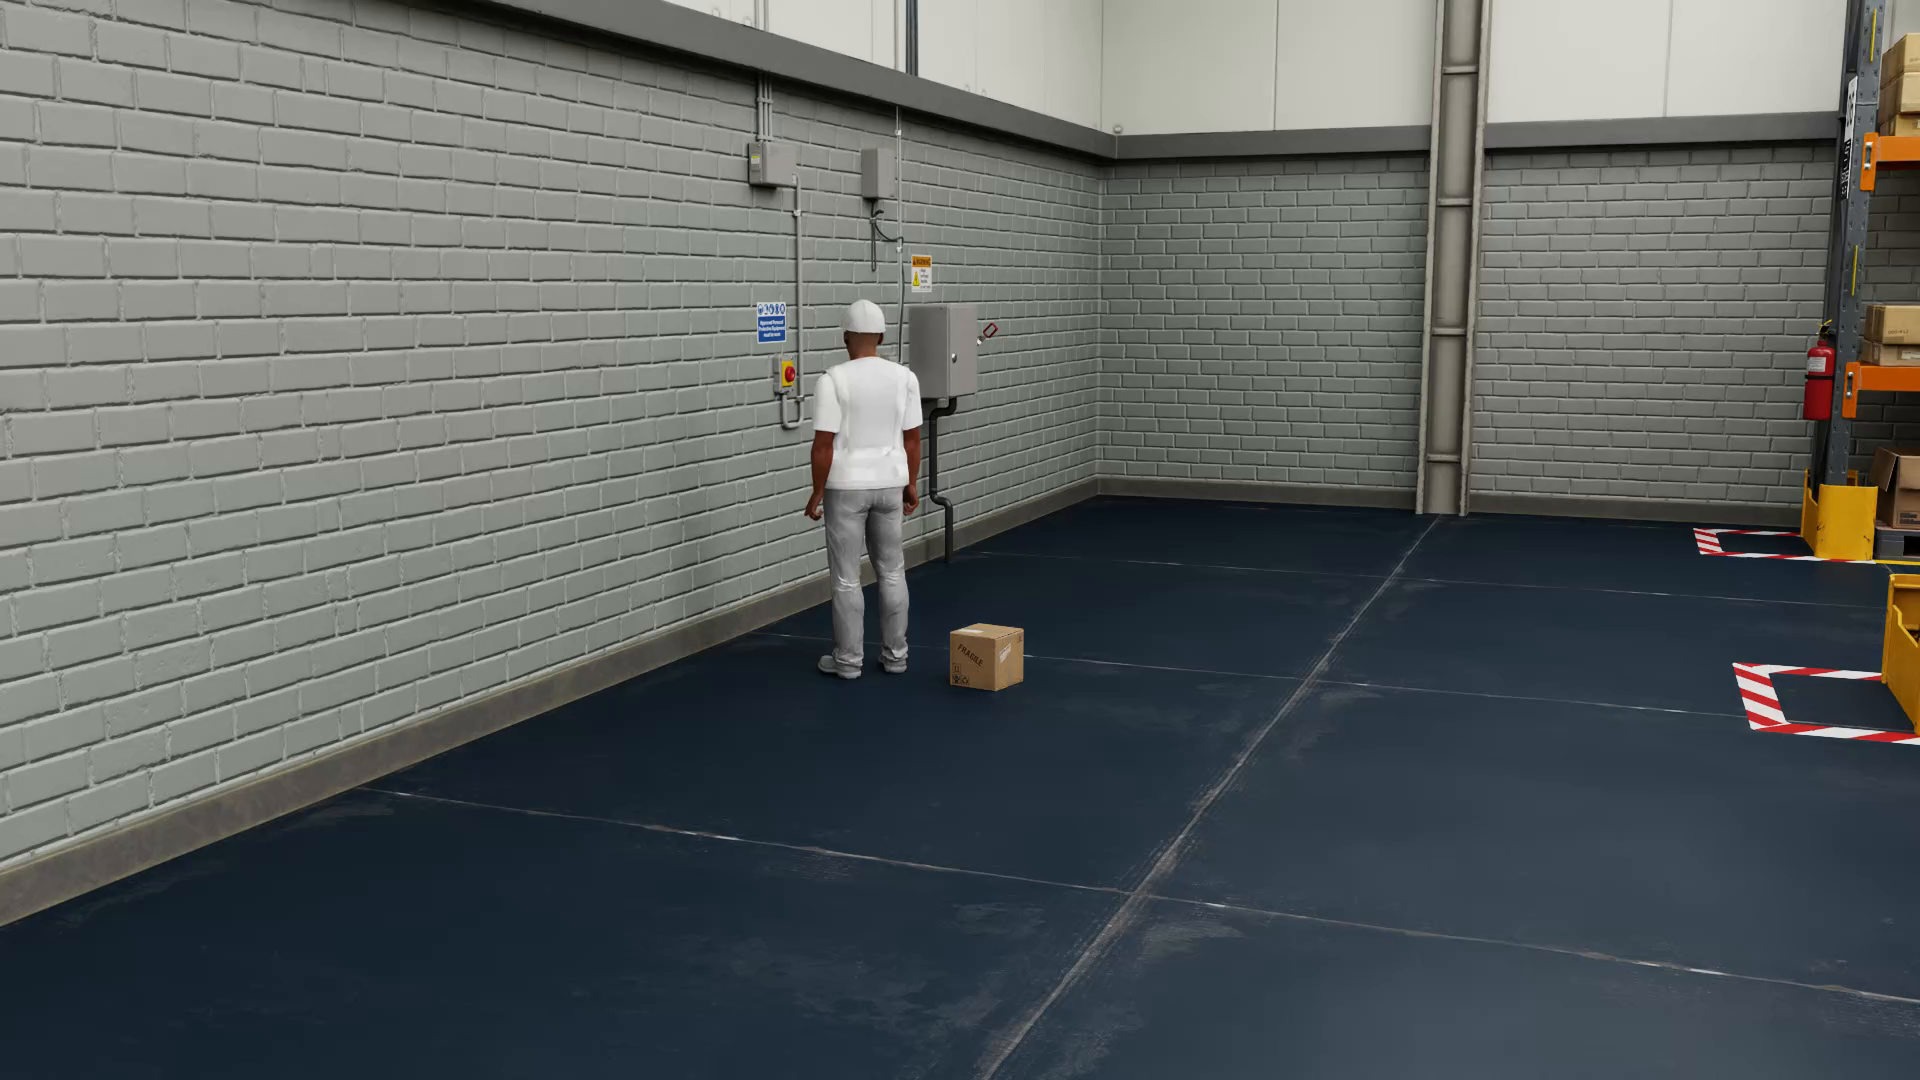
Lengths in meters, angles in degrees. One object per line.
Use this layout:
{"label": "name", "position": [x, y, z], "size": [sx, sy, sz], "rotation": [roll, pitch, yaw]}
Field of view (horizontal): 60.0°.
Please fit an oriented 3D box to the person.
{"label": "person", "position": [-0.461, -0.239, 7.835], "size": [0.544, 1.770, 0.393], "rotation": [-4, 10, -25]}
